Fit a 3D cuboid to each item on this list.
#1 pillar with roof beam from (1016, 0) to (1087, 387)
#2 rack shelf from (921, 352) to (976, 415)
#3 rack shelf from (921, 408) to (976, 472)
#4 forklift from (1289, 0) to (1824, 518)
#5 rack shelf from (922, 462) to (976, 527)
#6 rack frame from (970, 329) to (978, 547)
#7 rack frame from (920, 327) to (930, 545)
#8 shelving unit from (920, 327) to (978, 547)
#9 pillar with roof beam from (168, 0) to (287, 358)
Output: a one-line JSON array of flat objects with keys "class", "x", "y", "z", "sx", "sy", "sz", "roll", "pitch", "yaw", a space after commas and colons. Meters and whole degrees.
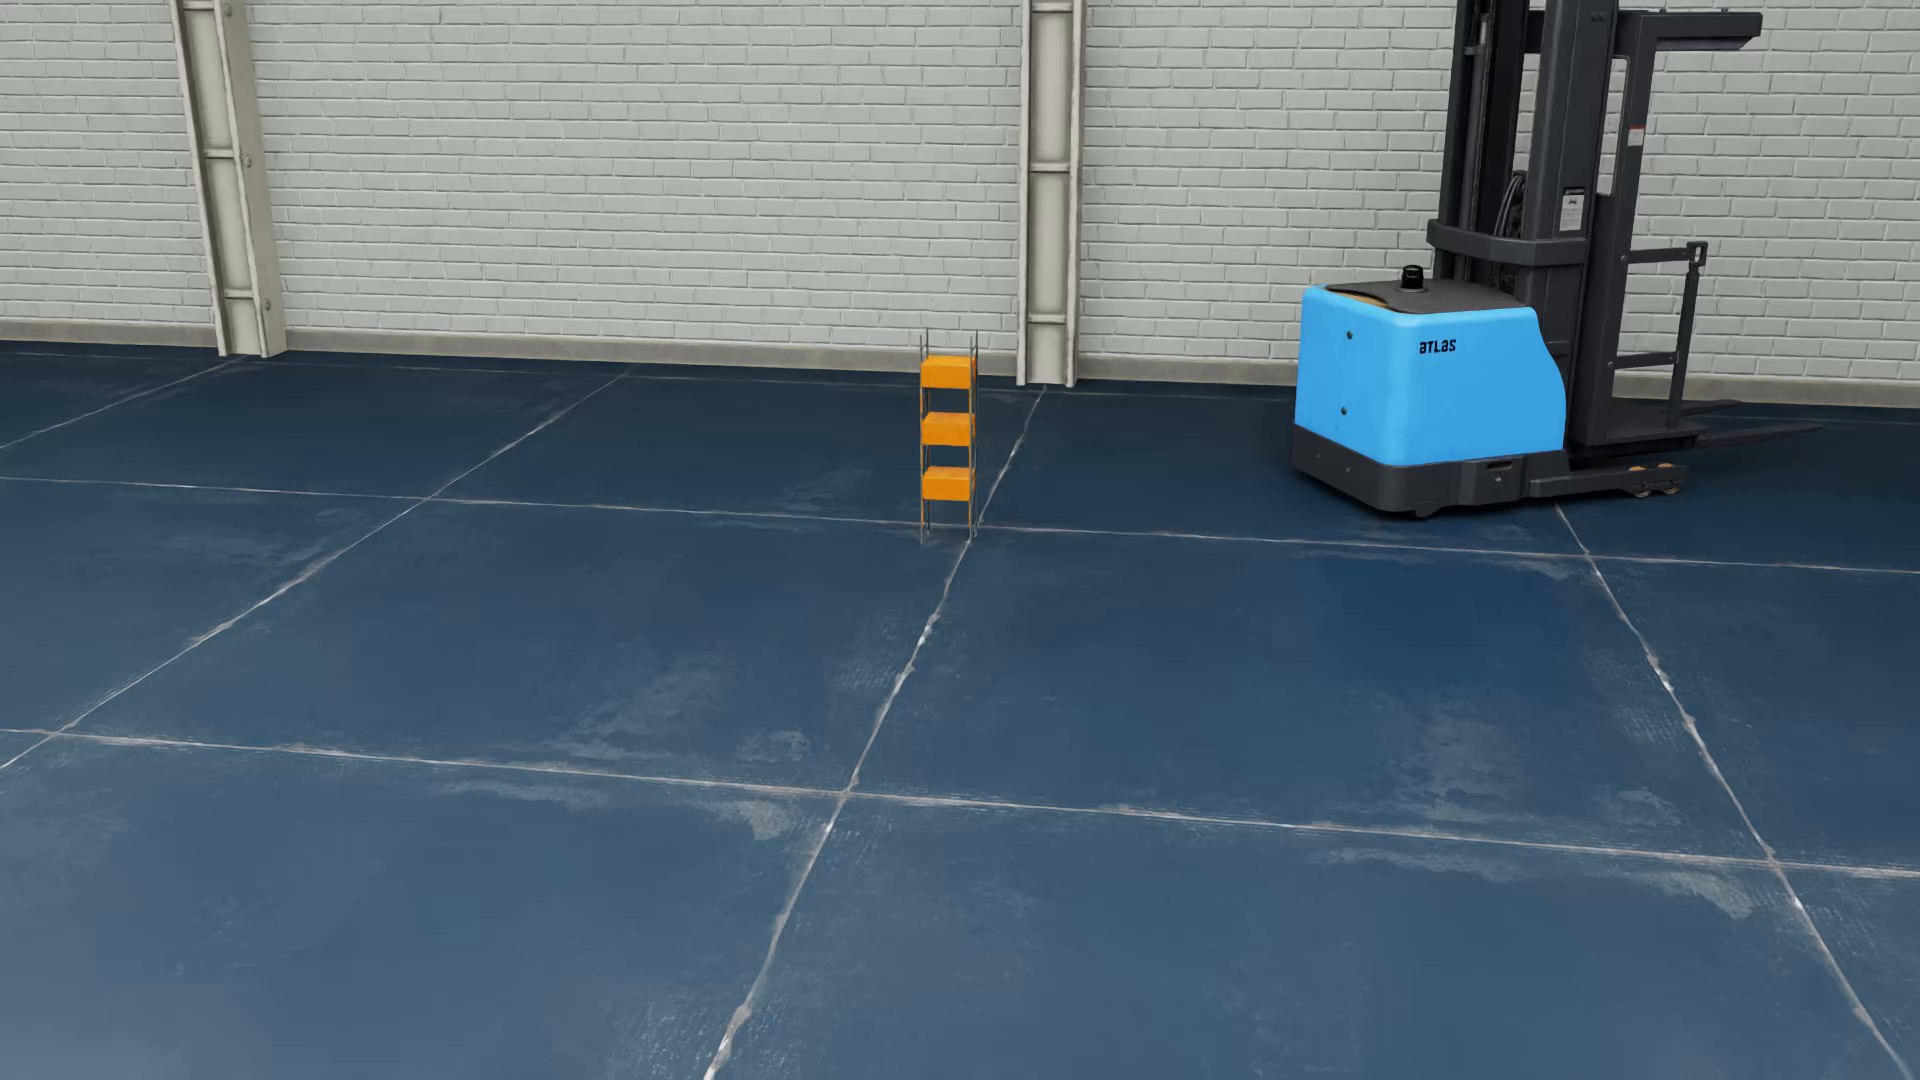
[{"class": "pillar with roof beam", "x": -0.071, "y": -4.029, "z": 6.164, "sx": 0.400, "sy": 9.000, "sz": 9.100, "roll": 3, "pitch": 19, "yaw": 9}, {"class": "rack shelf", "x": -0.053, "y": -0.760, "z": 8.058, "sx": 0.240, "sy": 0.259, "sz": 0.215, "roll": 3, "pitch": 19, "yaw": 9}, {"class": "rack shelf", "x": -0.053, "y": -0.491, "z": 8.148, "sx": 0.240, "sy": 0.259, "sz": 0.215, "roll": 3, "pitch": 19, "yaw": 9}, {"class": "forklift", "x": 3.426, "y": -1.772, "z": 8.978, "sx": 3.031, "sy": 2.935, "sz": 1.130, "roll": -6, "pitch": 20, "yaw": -18}, {"class": "rack shelf", "x": -0.053, "y": -0.227, "z": 8.236, "sx": 0.240, "sy": 0.259, "sz": 0.215, "roll": 3, "pitch": 19, "yaw": 9}, {"class": "rack frame", "x": 0.068, "y": -0.494, "z": 8.126, "sx": 0.008, "sy": 1.050, "sz": 0.200, "roll": 3, "pitch": 19, "yaw": 9}, {"class": "rack frame", "x": -0.173, "y": -0.507, "z": 8.163, "sx": 0.008, "sy": 1.050, "sz": 0.200, "roll": 3, "pitch": 19, "yaw": 9}, {"class": "shelving unit", "x": -0.053, "y": -0.501, "z": 8.145, "sx": 0.252, "sy": 1.050, "sz": 0.215, "roll": 3, "pitch": 19, "yaw": 9}, {"class": "pillar with roof beam", "x": -5.996, "y": -4.331, "z": 7.066, "sx": 0.400, "sy": 9.000, "sz": 9.100, "roll": 3, "pitch": 19, "yaw": 9}]
